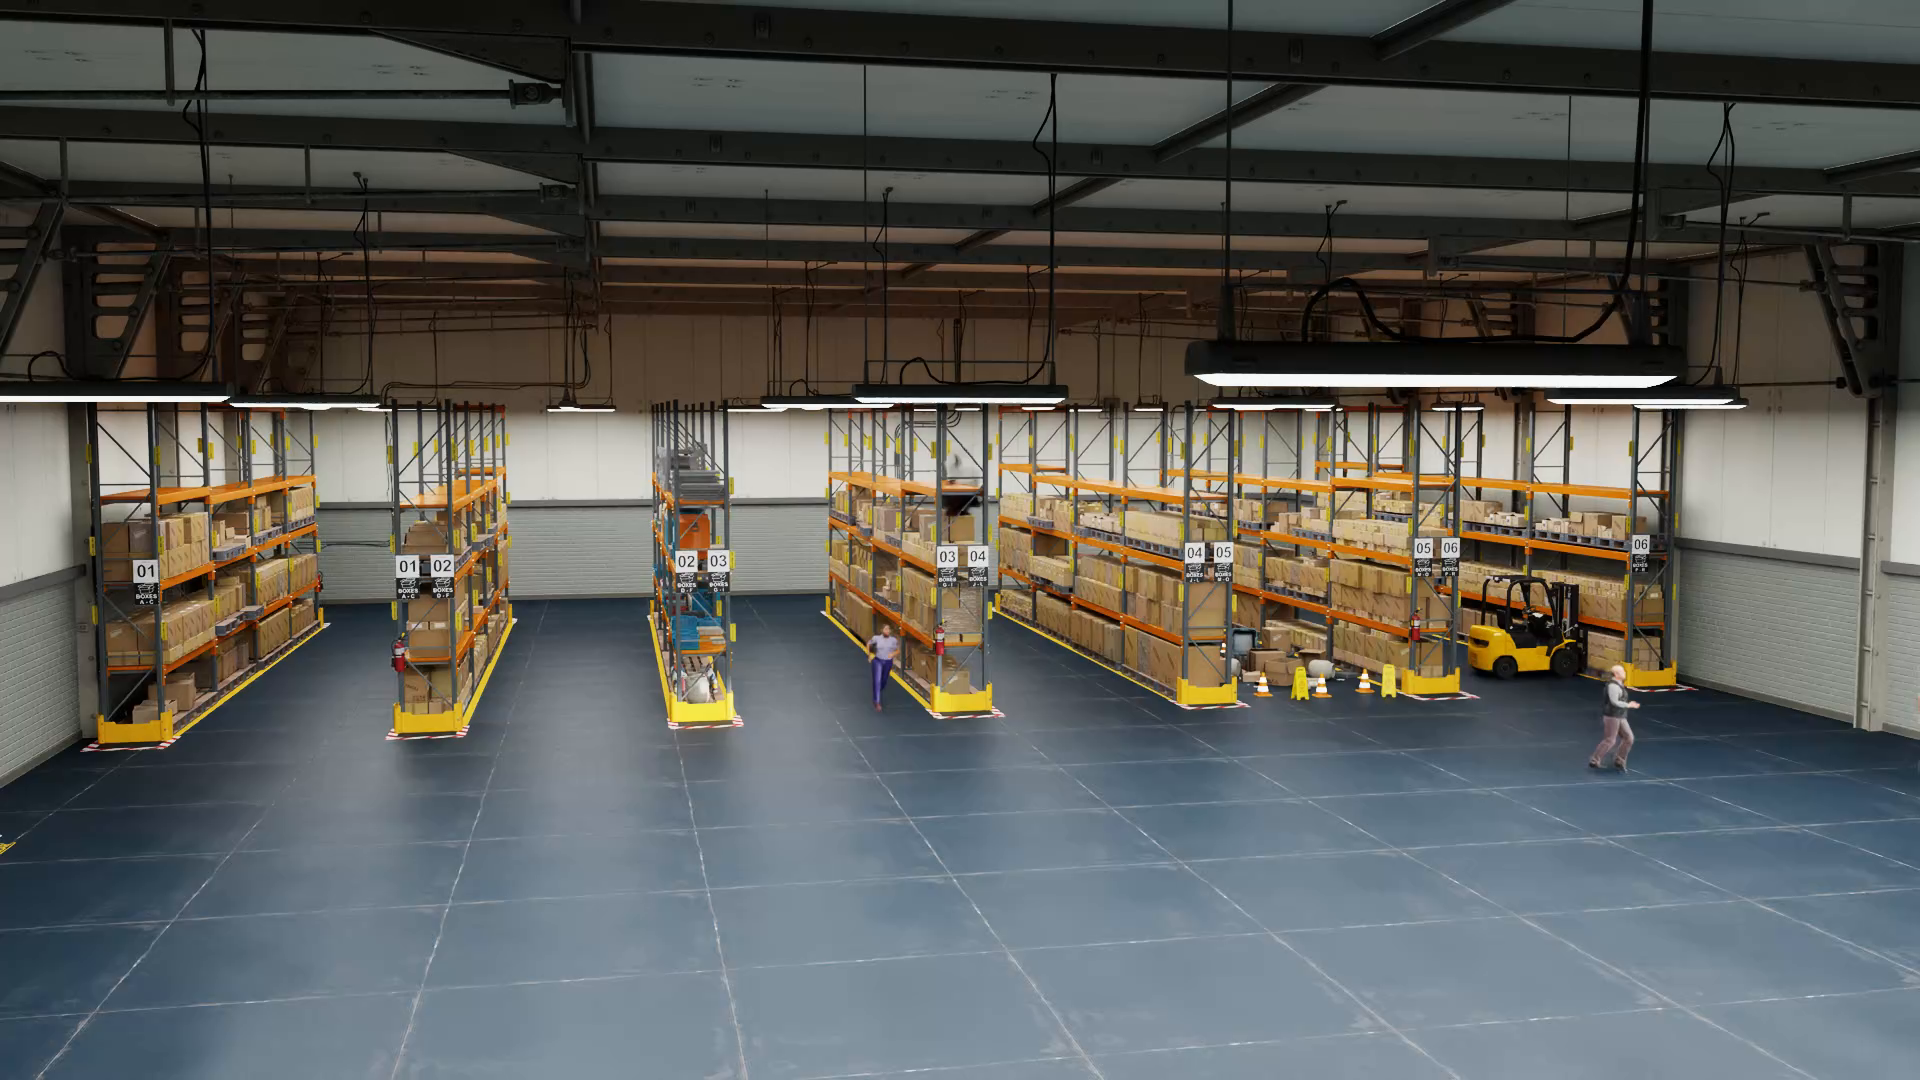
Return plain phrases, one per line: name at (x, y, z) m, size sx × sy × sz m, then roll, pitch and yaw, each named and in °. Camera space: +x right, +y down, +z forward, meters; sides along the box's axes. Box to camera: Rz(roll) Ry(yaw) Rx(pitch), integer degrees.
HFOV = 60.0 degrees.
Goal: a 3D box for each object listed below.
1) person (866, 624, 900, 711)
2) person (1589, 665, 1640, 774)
person at (-1.494, 2.460, 32.562) m, size 0.627 × 1.657 × 0.885 m, roll -1°, pitch 4°, yaw -16°
person at (10.451, 2.886, 26.509) m, size 0.748 × 1.798 × 0.675 m, roll 3°, pitch 5°, yaw 32°
